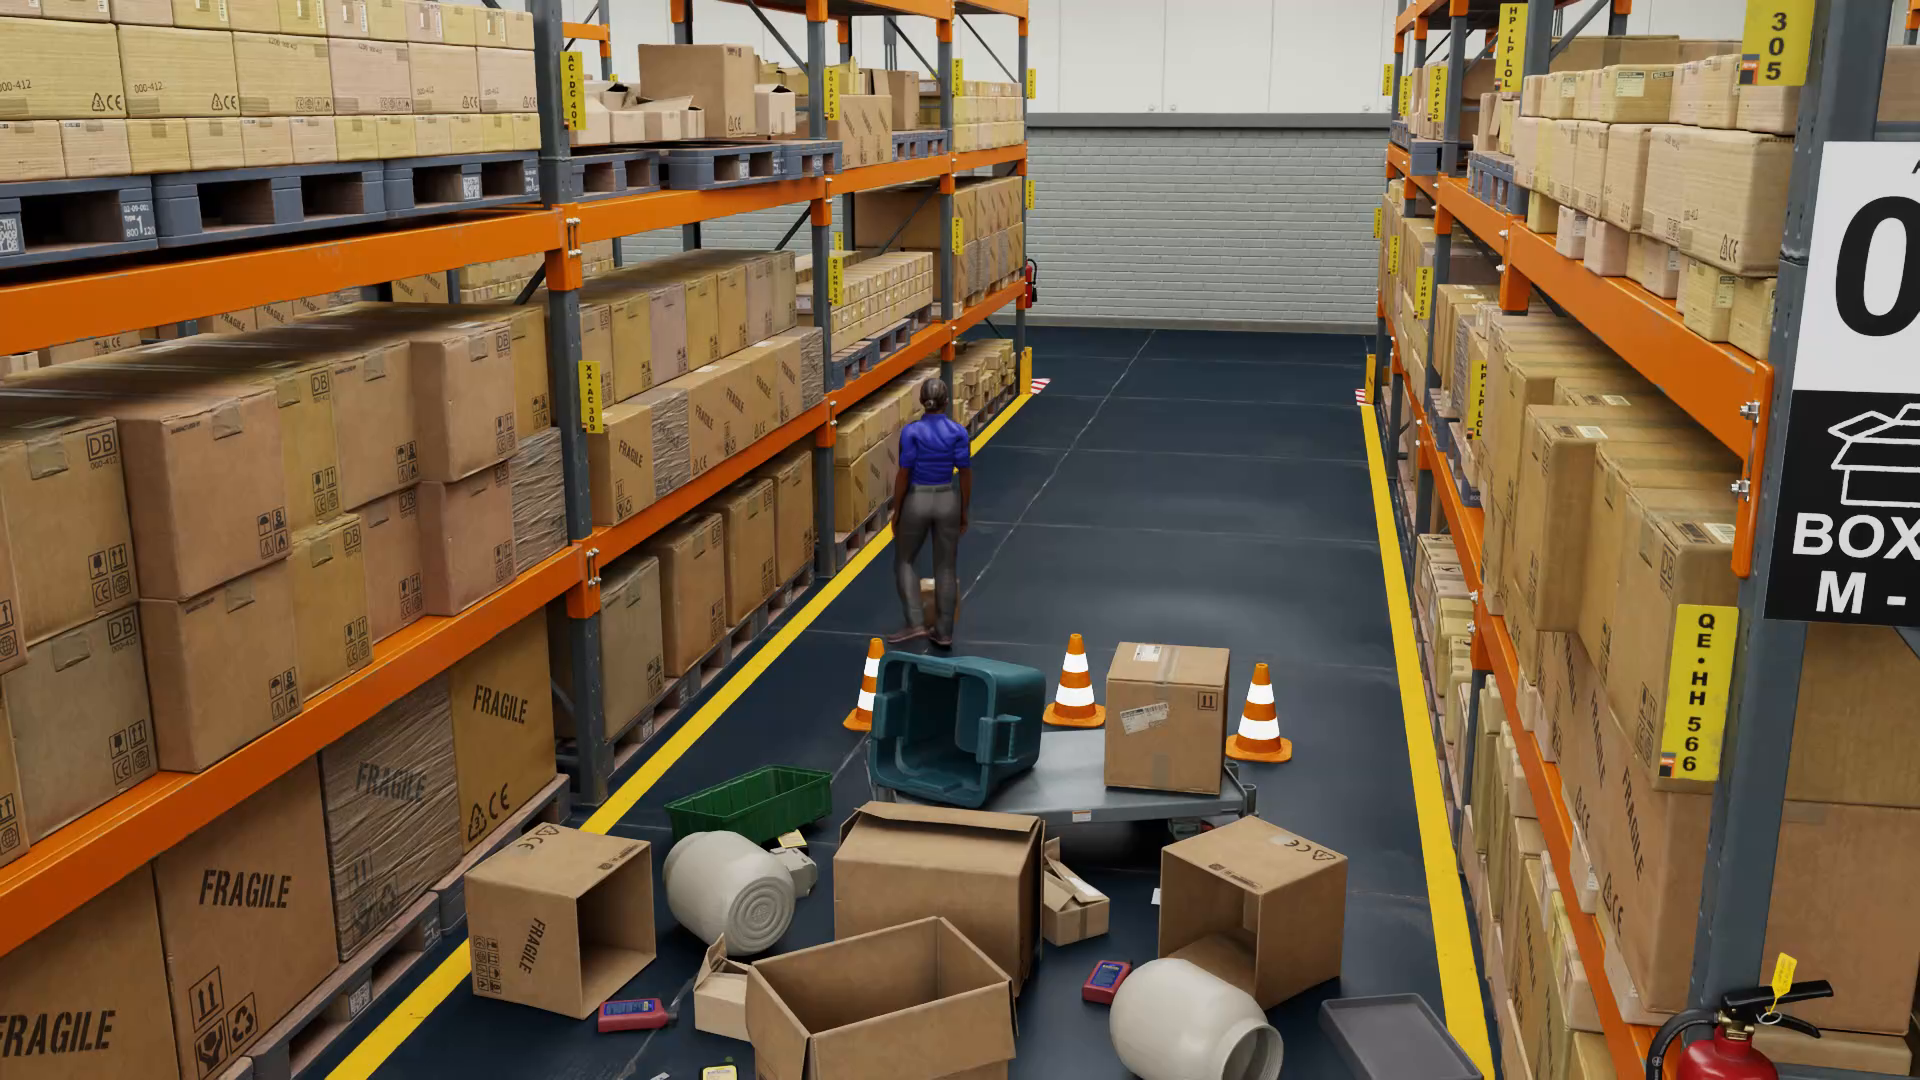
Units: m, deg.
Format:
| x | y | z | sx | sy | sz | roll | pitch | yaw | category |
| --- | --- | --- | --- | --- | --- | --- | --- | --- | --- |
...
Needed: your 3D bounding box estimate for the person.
| x | y | z | sx | sy | sz | roll | pitch | yaw | category |
| --- | --- | --- | --- | --- | --- | --- | --- | --- | --- |
| -0.189 | -0.165 | 10.077 | 0.523 | 1.659 | 0.364 | -3 | 15 | -12 | person |
